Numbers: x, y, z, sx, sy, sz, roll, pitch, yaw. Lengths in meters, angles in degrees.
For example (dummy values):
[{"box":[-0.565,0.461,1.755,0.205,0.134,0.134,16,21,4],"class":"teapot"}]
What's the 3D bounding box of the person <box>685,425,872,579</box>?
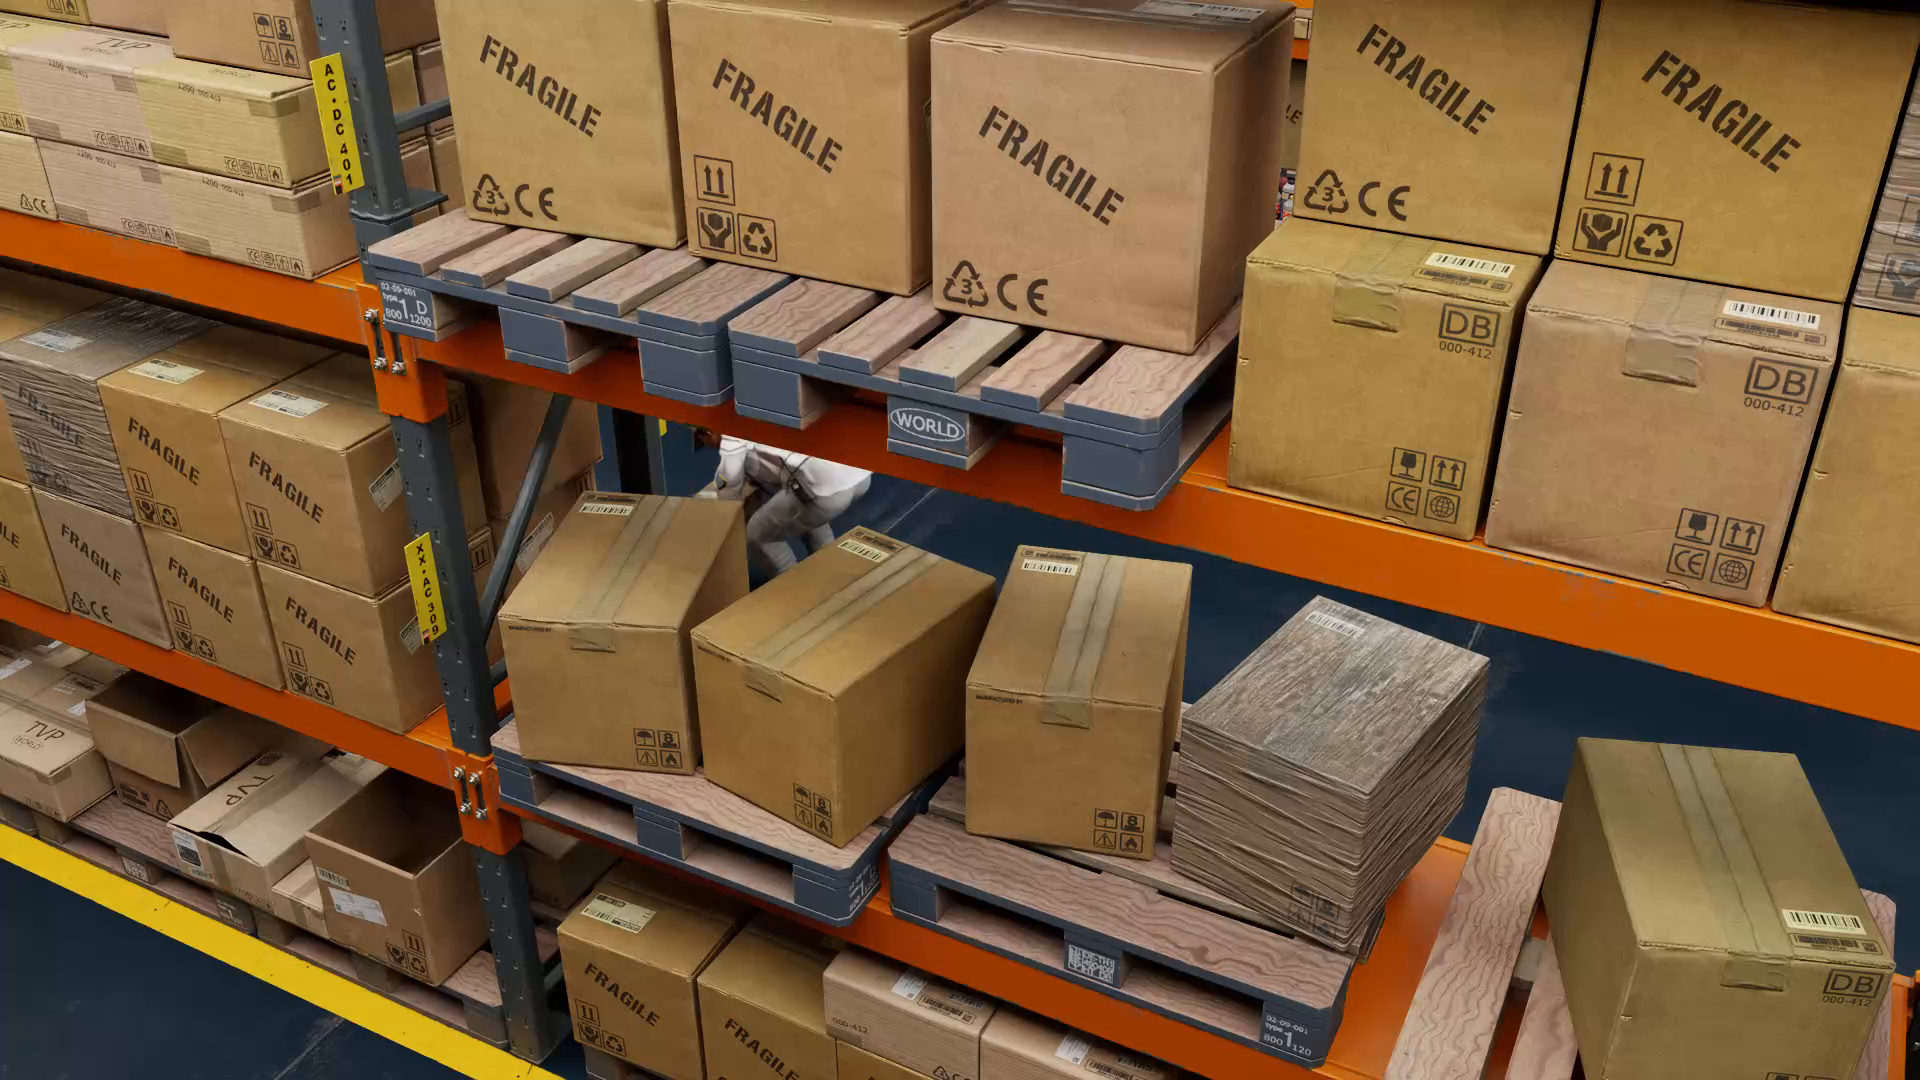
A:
[{"box":[-0.875,-0.159,8.052,0.938,1.014,0.501,13,33,21],"class":"person"}]
